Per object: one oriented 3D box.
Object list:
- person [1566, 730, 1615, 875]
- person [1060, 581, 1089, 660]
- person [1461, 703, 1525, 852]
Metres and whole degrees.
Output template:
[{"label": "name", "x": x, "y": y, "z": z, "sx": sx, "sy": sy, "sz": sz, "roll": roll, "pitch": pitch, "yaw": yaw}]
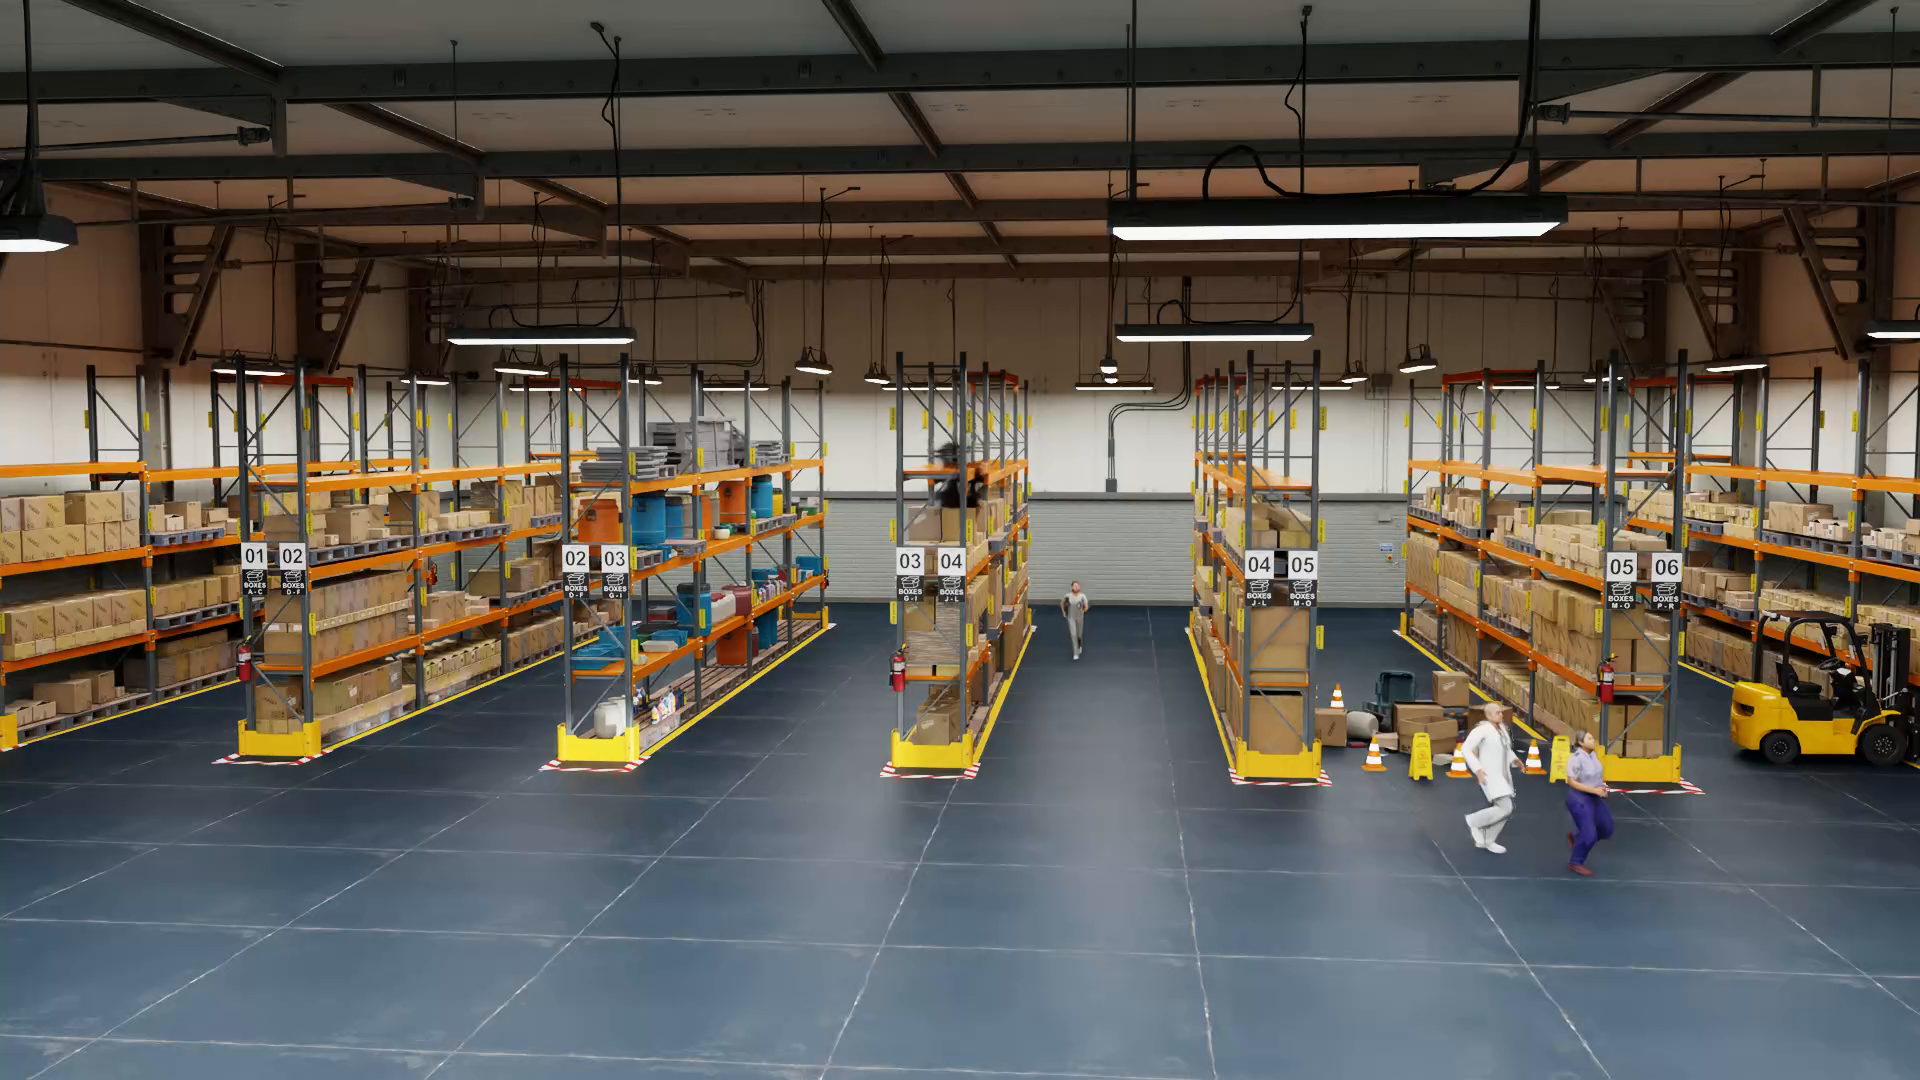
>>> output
[{"label": "person", "x": 6.977, "y": 2.909, "z": 18.483, "sx": 0.622, "sy": 1.606, "sz": 0.577, "roll": -4, "pitch": 5, "yaw": -42}, {"label": "person", "x": 2.423, "y": 1.679, "z": 35.145, "sx": 0.596, "sy": 1.638, "sz": 0.866, "roll": 0, "pitch": 4, "yaw": 2}, {"label": "person", "x": 6.235, "y": 2.768, "z": 19.324, "sx": 0.716, "sy": 1.736, "sz": 0.625, "roll": -3, "pitch": 5, "yaw": -40}]
